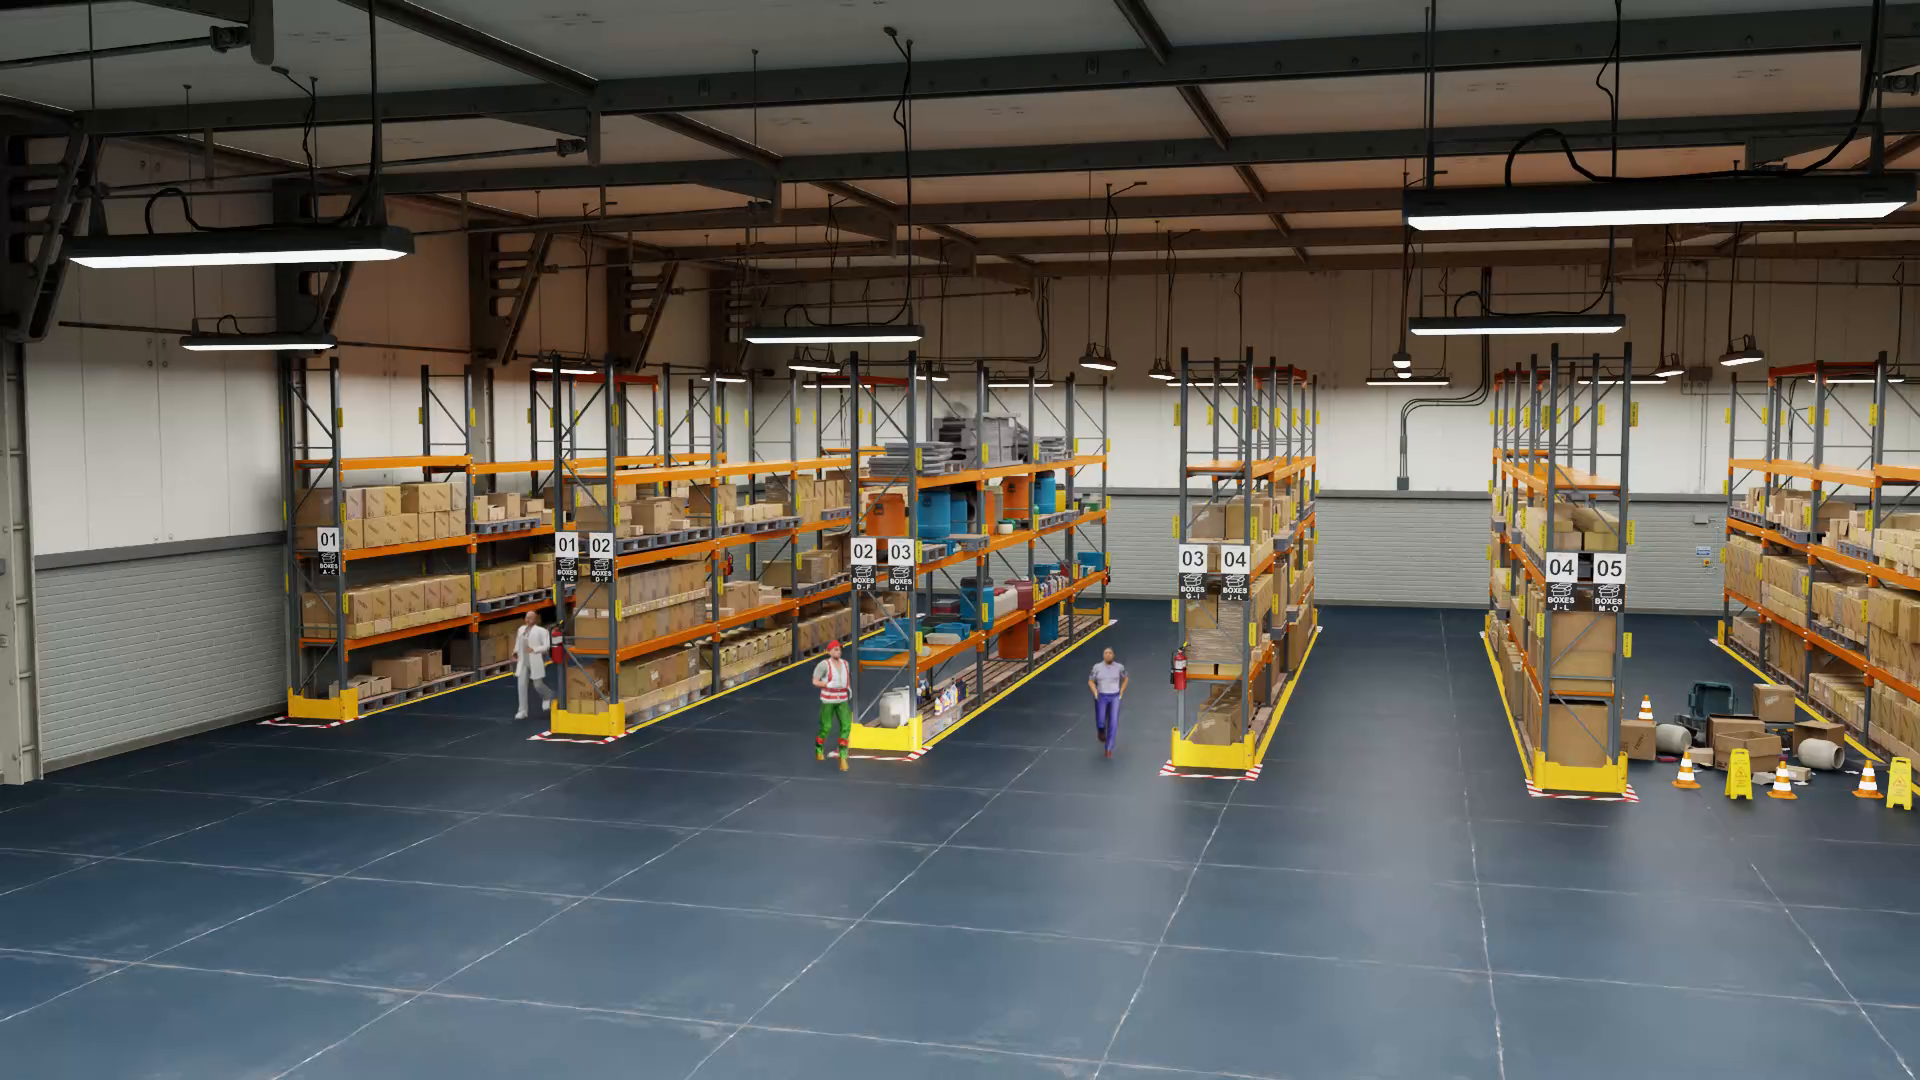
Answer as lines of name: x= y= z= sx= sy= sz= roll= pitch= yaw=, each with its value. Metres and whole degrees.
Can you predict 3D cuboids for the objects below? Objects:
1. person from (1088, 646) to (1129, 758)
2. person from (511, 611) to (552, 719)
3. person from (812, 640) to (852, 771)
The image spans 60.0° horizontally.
person: x=2.218 y=2.391 z=24.801 sx=0.609 sy=1.622 sz=0.731 roll=0 pitch=4 yaw=4
person: x=-7.164 y=2.066 z=27.779 sx=0.724 sy=1.760 sz=1.021 roll=1 pitch=4 yaw=12
person: x=-1.810 y=2.352 z=23.838 sx=0.667 sy=1.835 sz=0.749 roll=-2 pitch=5 yaw=-29
